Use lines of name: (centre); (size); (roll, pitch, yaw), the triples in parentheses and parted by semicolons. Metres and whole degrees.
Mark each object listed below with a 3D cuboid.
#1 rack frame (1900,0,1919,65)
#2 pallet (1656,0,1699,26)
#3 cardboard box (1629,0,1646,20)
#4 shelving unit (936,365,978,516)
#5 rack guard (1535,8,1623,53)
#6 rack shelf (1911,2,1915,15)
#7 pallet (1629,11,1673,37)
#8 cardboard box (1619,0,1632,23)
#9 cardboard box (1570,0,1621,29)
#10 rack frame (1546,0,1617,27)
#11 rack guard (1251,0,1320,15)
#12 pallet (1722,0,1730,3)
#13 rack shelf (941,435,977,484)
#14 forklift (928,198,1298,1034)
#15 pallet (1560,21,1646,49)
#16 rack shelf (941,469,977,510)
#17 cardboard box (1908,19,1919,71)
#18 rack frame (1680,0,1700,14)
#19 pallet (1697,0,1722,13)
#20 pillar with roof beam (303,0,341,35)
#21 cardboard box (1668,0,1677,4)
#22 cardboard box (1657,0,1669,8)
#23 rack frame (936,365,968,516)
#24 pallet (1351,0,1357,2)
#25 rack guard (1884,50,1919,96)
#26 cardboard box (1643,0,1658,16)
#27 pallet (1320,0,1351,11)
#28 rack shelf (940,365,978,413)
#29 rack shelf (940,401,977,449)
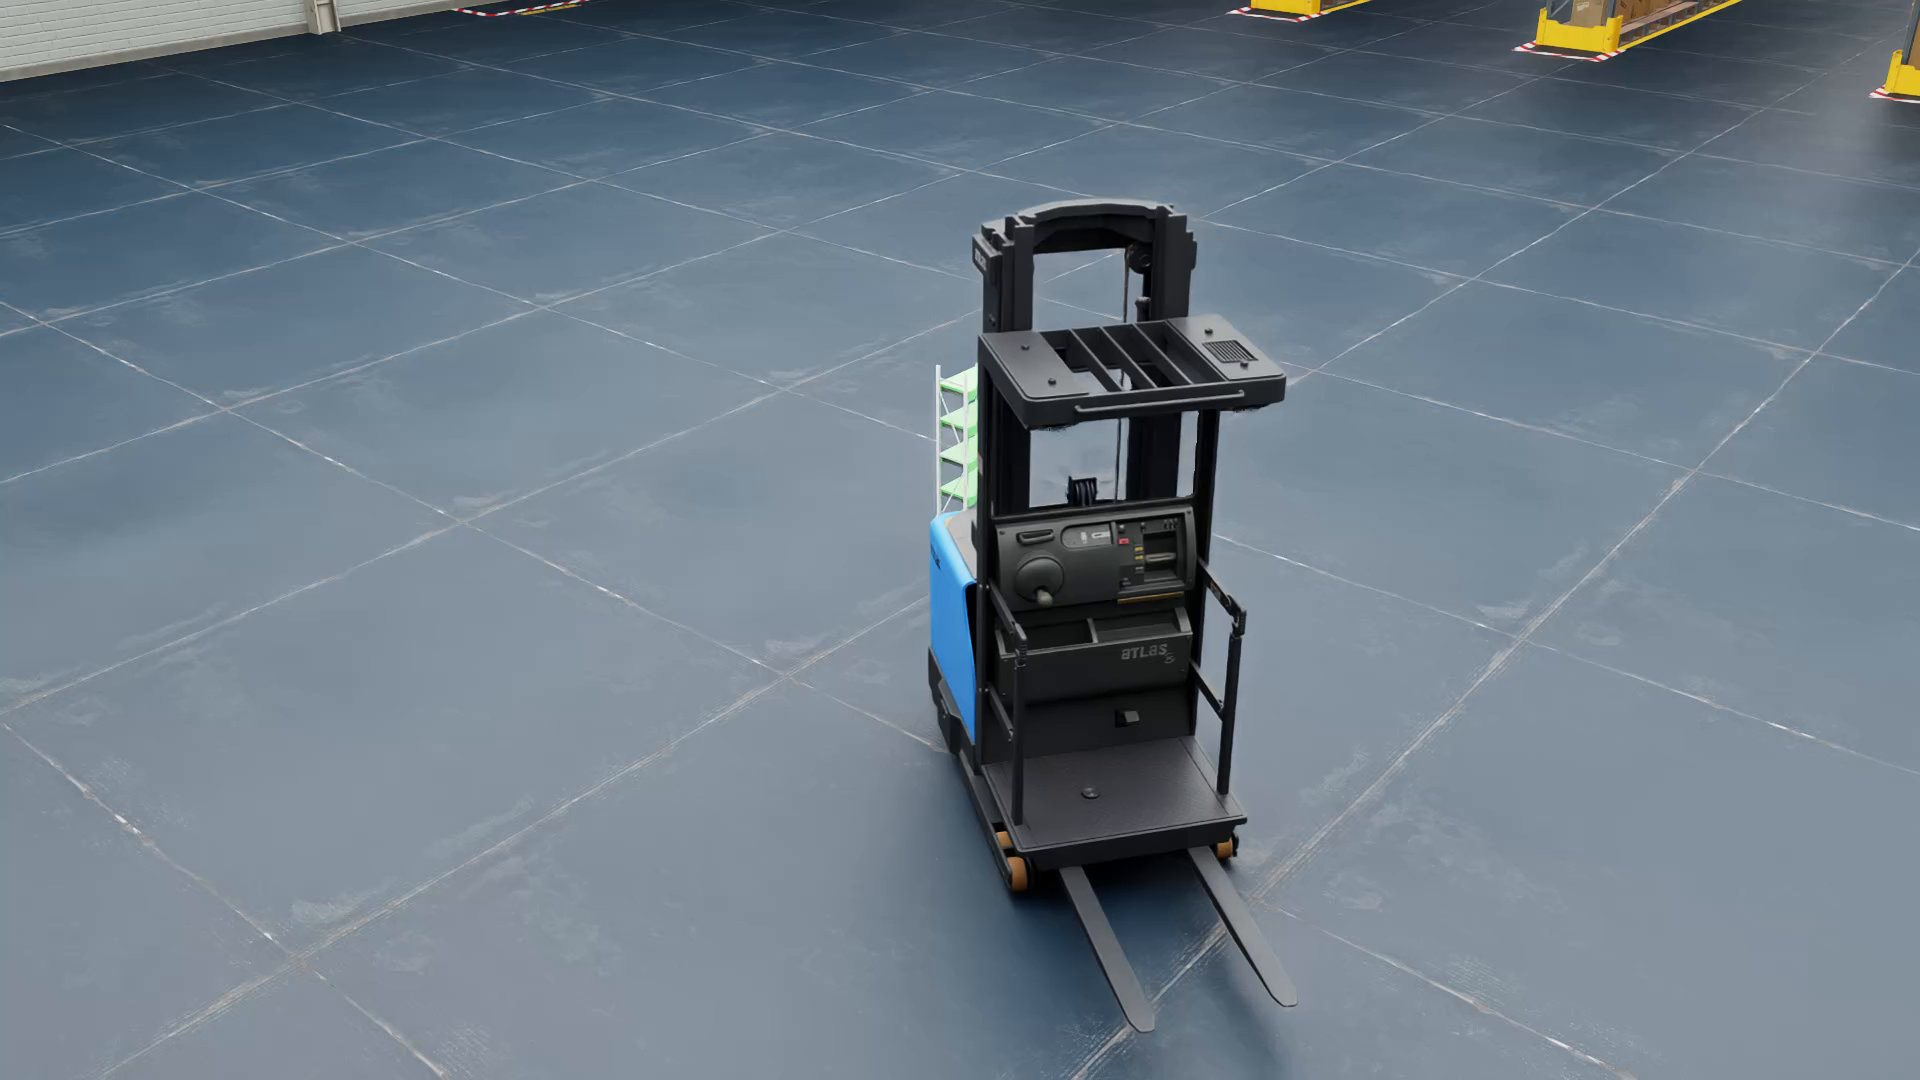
rack frame: (13.045, -7.293, 21.583); (1.000, 3.000, 0.127); (21, 34, 34)
pallet: (11.426, -8.710, 27.357); (1.003, 0.211, 1.213); (21, 34, 34)
cardboard box: (10.459, -8.510, 26.199); (0.500, 0.500, 0.500); (25, 36, 39)
shelving unit: (0.105, -0.592, 10.588); (0.258, 1.200, 0.503); (21, 34, 34)
rack guard: (9.330, -7.695, 25.081); (1.175, 0.500, 0.348); (21, 34, 34)
rack shelf: (14.317, -7.683, 23.119); (1.077, 0.370, 4.000); (21, 34, 34)
pallet: (10.651, -8.275, 26.517); (1.003, 0.211, 1.213); (21, 34, 34)
cardboard box: (10.046, -8.293, 25.780); (0.500, 0.500, 0.500); (-18, 32, -31)
cardboard box: (9.692, -8.071, 25.351); (0.500, 0.500, 0.500); (-21, 34, -35)
rack frame: (9.282, -8.779, 24.455); (1.000, 3.000, 0.127); (21, 34, 34)
rack guard: (5.472, -9.157, 27.906); (1.175, 0.500, 0.348); (21, 34, 34)
pallet: (13.096, -9.669, 29.211); (1.003, 0.211, 1.213); (21, 34, 34)
rack shelf: (0.105, -0.535, 10.617); (0.258, 0.148, 0.480); (21, 34, 34)
forklift: (0.673, 0.119, 7.331); (1.130, 2.935, 3.031); (-6, 28, -12)
pallet: (9.874, -7.845, 25.684); (1.003, 0.211, 1.213); (21, 34, 34)
rack shelf: (0.105, -0.322, 10.727); (0.258, 0.148, 0.480); (21, 34, 34)
cardboard box: (13.425, -6.796, 22.477); (0.875, 0.875, 0.875); (21, 34, 35)
rack frame: (11.826, -10.197, 27.196); (1.000, 3.000, 0.127); (21, 34, 34)
pallet: (12.320, -9.235, 28.371); (1.003, 0.211, 1.213); (21, 34, 34)
pillar with roof beam: (-6.718, -10.774, 21.784); (9.100, 9.000, 0.400); (21, 34, 34)
cardboard box: (11.541, -9.143, 27.422); (0.500, 0.500, 0.500); (20, 33, 33)
cardboard box: (11.183, -8.938, 27.026); (0.500, 0.500, 0.500); (-16, 31, -28)
rack frame: (-0.050, -0.505, 10.421); (0.240, 1.200, 0.015); (21, 34, 34)
pallet: (6.769, -9.745, 29.358); (1.003, 0.211, 1.213); (21, 34, 34)
rack guard: (13.030, -6.174, 22.141); (1.175, 0.500, 0.348); (21, 34, 34)
cardboard box: (10.848, -8.695, 26.556); (0.500, 0.500, 0.500); (17, 32, 30)
pallet: (5.993, -9.315, 28.526); (1.003, 0.211, 1.213); (21, 34, 34)
rack shelf: (0.105, -0.961, 10.397); (0.258, 0.148, 0.480); (21, 34, 34)
rack shelf: (0.105, -0.748, 10.507); (0.258, 0.148, 0.480); (21, 34, 34)
